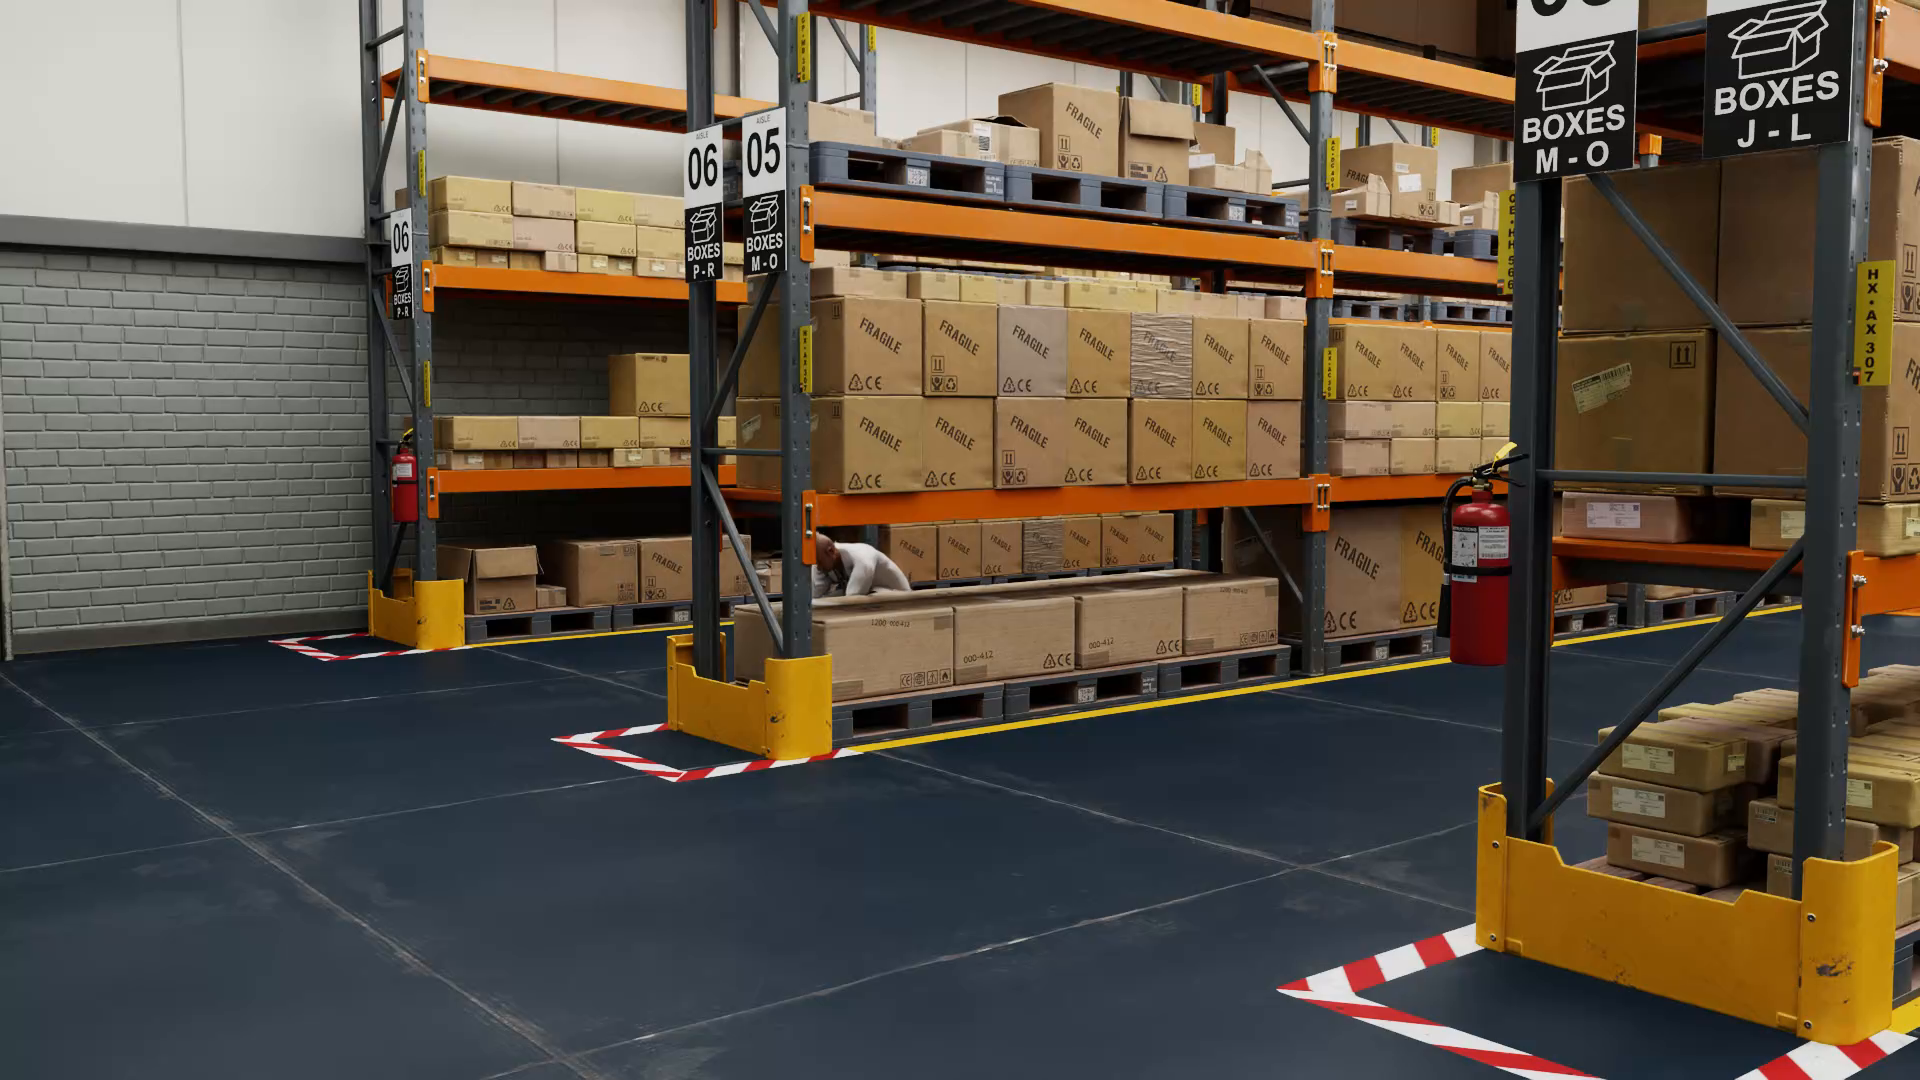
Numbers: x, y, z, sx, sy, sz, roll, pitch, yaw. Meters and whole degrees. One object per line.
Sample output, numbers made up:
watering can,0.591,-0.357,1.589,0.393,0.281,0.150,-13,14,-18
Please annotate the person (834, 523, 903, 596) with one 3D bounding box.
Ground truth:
person,-0.682,-0.008,11.216,0.591,1.760,0.527,-3,5,-40
